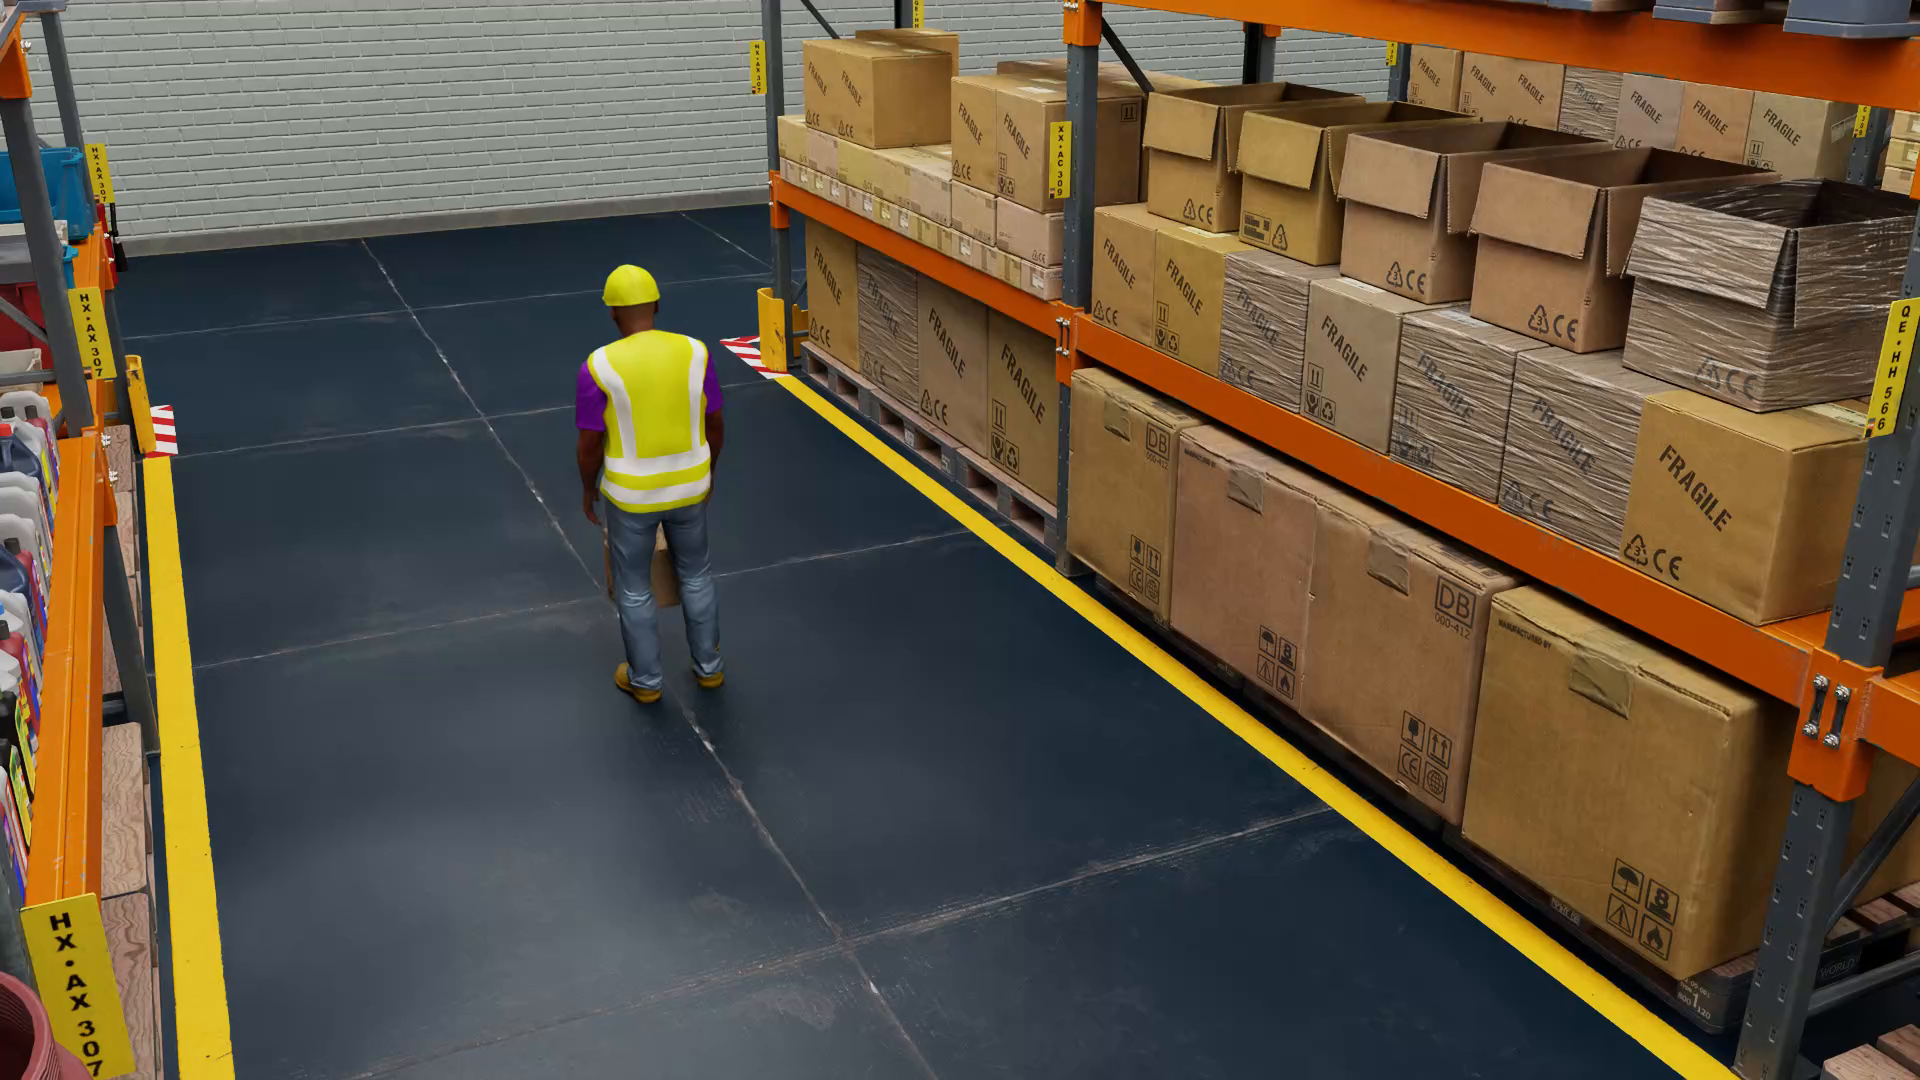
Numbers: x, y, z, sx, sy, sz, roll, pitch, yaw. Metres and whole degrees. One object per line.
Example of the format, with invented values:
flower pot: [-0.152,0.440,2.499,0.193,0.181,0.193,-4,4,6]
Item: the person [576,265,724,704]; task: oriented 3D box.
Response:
person: [-1.211,-0.208,6.576,0.595,1.764,0.435,-11,24,-25]
